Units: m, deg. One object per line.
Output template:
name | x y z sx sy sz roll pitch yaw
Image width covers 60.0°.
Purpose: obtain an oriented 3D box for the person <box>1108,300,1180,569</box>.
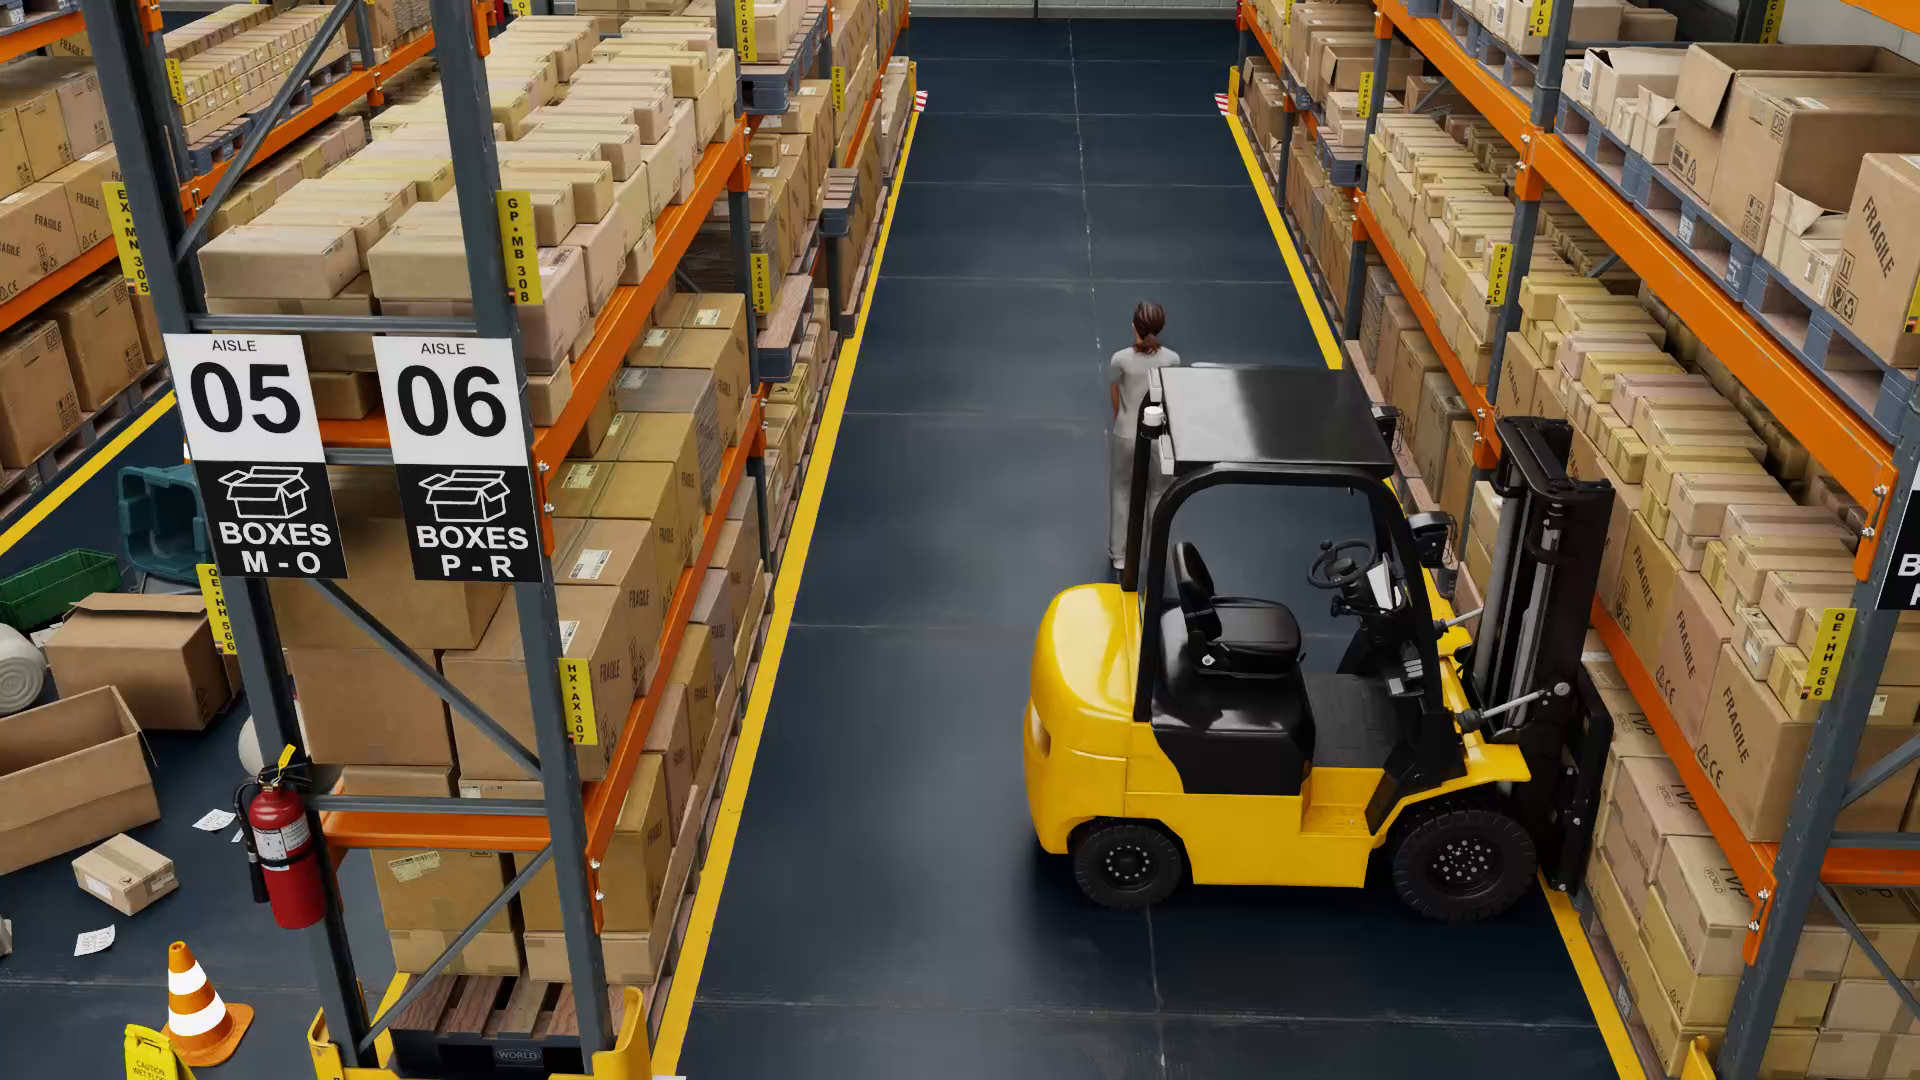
person | 1.071 -0.643 9.844 0.410 1.668 0.500 1 28 1
